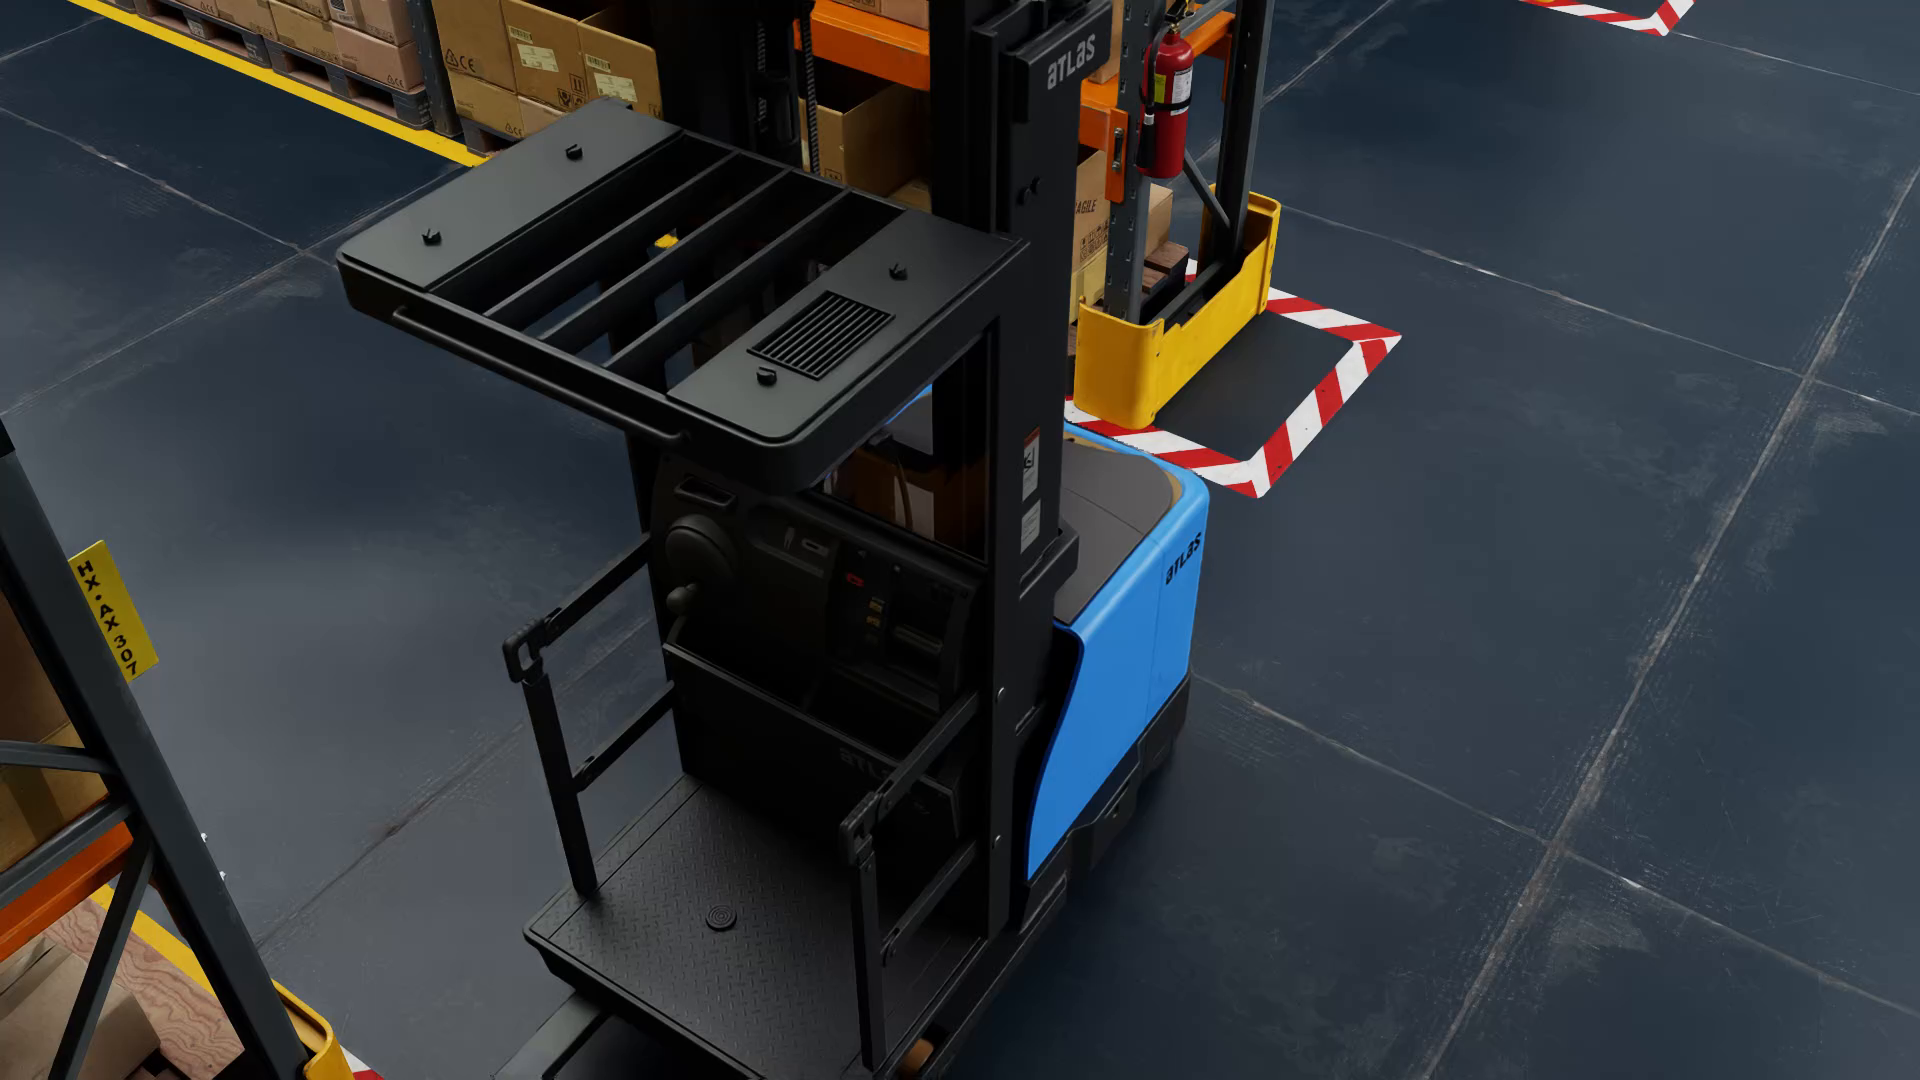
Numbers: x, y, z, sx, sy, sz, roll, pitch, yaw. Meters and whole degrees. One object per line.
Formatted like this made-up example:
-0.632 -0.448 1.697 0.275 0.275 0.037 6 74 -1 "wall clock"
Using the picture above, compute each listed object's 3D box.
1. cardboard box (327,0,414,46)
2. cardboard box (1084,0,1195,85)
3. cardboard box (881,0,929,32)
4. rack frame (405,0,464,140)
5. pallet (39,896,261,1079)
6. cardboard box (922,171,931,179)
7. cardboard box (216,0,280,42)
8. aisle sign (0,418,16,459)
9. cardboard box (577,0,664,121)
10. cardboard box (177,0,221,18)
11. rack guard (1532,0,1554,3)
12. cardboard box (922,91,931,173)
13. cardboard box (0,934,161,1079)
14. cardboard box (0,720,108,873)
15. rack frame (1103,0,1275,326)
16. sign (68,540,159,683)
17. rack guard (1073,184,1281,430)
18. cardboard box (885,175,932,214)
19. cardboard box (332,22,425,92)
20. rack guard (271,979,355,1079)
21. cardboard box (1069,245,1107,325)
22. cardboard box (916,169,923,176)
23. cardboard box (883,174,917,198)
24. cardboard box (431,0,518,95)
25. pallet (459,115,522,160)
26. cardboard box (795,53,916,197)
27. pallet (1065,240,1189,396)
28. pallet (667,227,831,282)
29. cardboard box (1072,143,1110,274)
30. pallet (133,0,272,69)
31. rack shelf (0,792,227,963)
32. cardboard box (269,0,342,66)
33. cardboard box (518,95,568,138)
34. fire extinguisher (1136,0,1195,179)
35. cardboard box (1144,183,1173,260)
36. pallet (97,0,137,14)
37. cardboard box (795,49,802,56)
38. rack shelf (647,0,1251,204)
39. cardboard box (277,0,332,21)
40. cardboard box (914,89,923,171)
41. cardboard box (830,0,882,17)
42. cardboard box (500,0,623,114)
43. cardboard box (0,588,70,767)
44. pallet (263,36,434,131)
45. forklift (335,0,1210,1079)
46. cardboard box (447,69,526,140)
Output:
-2.872 -2.810 8.468 0.500 0.311 0.500 25 48 25 "cardboard box"
0.524 -2.163 6.342 0.500 0.500 0.700 25 48 25 "cardboard box"
0.092 -2.361 6.564 0.500 0.500 0.700 26 48 26 "cardboard box"
-2.376 -3.471 7.880 0.127 3.000 1.000 25 48 25 "rack frame"
-2.649 1.446 4.476 1.213 0.211 1.003 25 48 25 "pallet"
0.176 -1.588 7.522 0.500 0.250 0.500 25 48 25 "cardboard box"
-3.714 -2.994 9.093 0.500 0.250 0.500 26 48 26 "cardboard box"
-1.711 -0.339 2.430 0.004 0.787 0.394 25 48 25 "aisle sign"
-1.357 -2.151 7.589 0.500 0.500 0.500 25 48 25 "cardboard box"
-4.130 -3.189 9.312 0.500 0.250 0.500 26 48 26 "cardboard box"
3.657 -3.714 10.026 0.348 0.500 1.175 25 48 25 "rack guard"
0.177 -1.868 7.273 0.500 0.500 0.500 25 48 25 "cardboard box"
-2.457 1.290 4.245 0.500 0.311 0.500 20 46 21 "cardboard box"
-2.159 0.455 3.590 0.500 0.250 0.500 24 47 24 "cardboard box"
0.899 -1.940 6.168 0.127 3.000 1.000 25 48 25 "rack frame"
-1.631 0.147 3.187 0.005 0.325 0.100 25 48 25 "sign"
0.919 -0.999 6.991 0.348 0.500 1.175 25 48 25 "rack guard"
-0.126 -1.300 7.201 0.500 0.250 0.500 25 48 25 "cardboard box"
-2.882 -2.603 8.657 0.500 0.250 0.500 25 47 25 "cardboard box"
-2.004 1.669 4.010 0.348 0.500 1.175 25 48 25 "rack guard"
0.290 -1.115 6.994 0.500 0.250 0.500 25 48 25 "cardboard box"
-0.233 -1.779 7.736 0.500 0.250 0.500 25 48 25 "cardboard box"
-0.536 -1.491 7.414 0.500 0.250 0.500 25 48 25 "cardboard box"
-2.176 -2.534 8.017 0.500 0.500 0.500 25 48 25 "cardboard box"
-1.749 -2.105 8.444 1.213 0.211 1.003 25 48 25 "pallet"
-0.538 -1.769 7.162 0.500 0.500 0.500 25 48 25 "cardboard box"
0.249 -1.170 7.400 1.213 0.211 1.003 25 48 25 "pallet"
-0.746 -1.638 7.922 1.213 0.211 1.003 25 48 25 "pallet"
0.289 -1.394 6.743 0.500 0.500 0.500 25 48 25 "cardboard box"
-4.004 -3.159 9.623 1.213 0.211 1.003 25 48 25 "pallet"
-3.580 0.269 4.240 4.000 0.370 1.077 25 48 25 "rack shelf"
-3.295 -2.798 8.875 0.500 0.250 0.500 24 47 25 "cardboard box"
-1.764 -2.066 8.056 0.500 0.250 0.500 25 48 25 "cardboard box"
0.729 -1.612 5.860 0.183 0.674 0.296 25 48 25 "fire extinguisher"
0.588 -1.398 7.310 0.500 0.250 0.500 25 48 25 "cardboard box"
-4.999 -3.627 10.145 1.213 0.211 1.003 25 48 25 "pallet"
-0.947 -1.961 7.377 0.500 0.500 0.500 25 48 25 "cardboard box"
-0.738 -2.437 7.264 4.000 0.370 1.077 25 48 25 "rack shelf"
-3.302 -3.006 8.687 0.500 0.311 0.500 26 48 26 "cardboard box"
-0.239 -2.052 7.479 0.500 0.500 0.500 25 48 25 "cardboard box"
-0.312 -2.554 6.780 0.500 0.500 0.700 25 48 26 "cardboard box"
-1.762 -2.347 7.808 0.500 0.500 0.500 25 48 25 "cardboard box"
-2.160 0.188 3.325 0.500 0.500 0.500 25 48 25 "cardboard box"
-3.001 -2.693 9.101 1.213 0.211 1.003 25 48 25 "pallet"
-0.486 0.171 3.861 1.130 2.935 3.031 24 47 24 "forklift"
-2.170 -2.260 8.273 0.500 0.250 0.500 25 48 25 "cardboard box"
